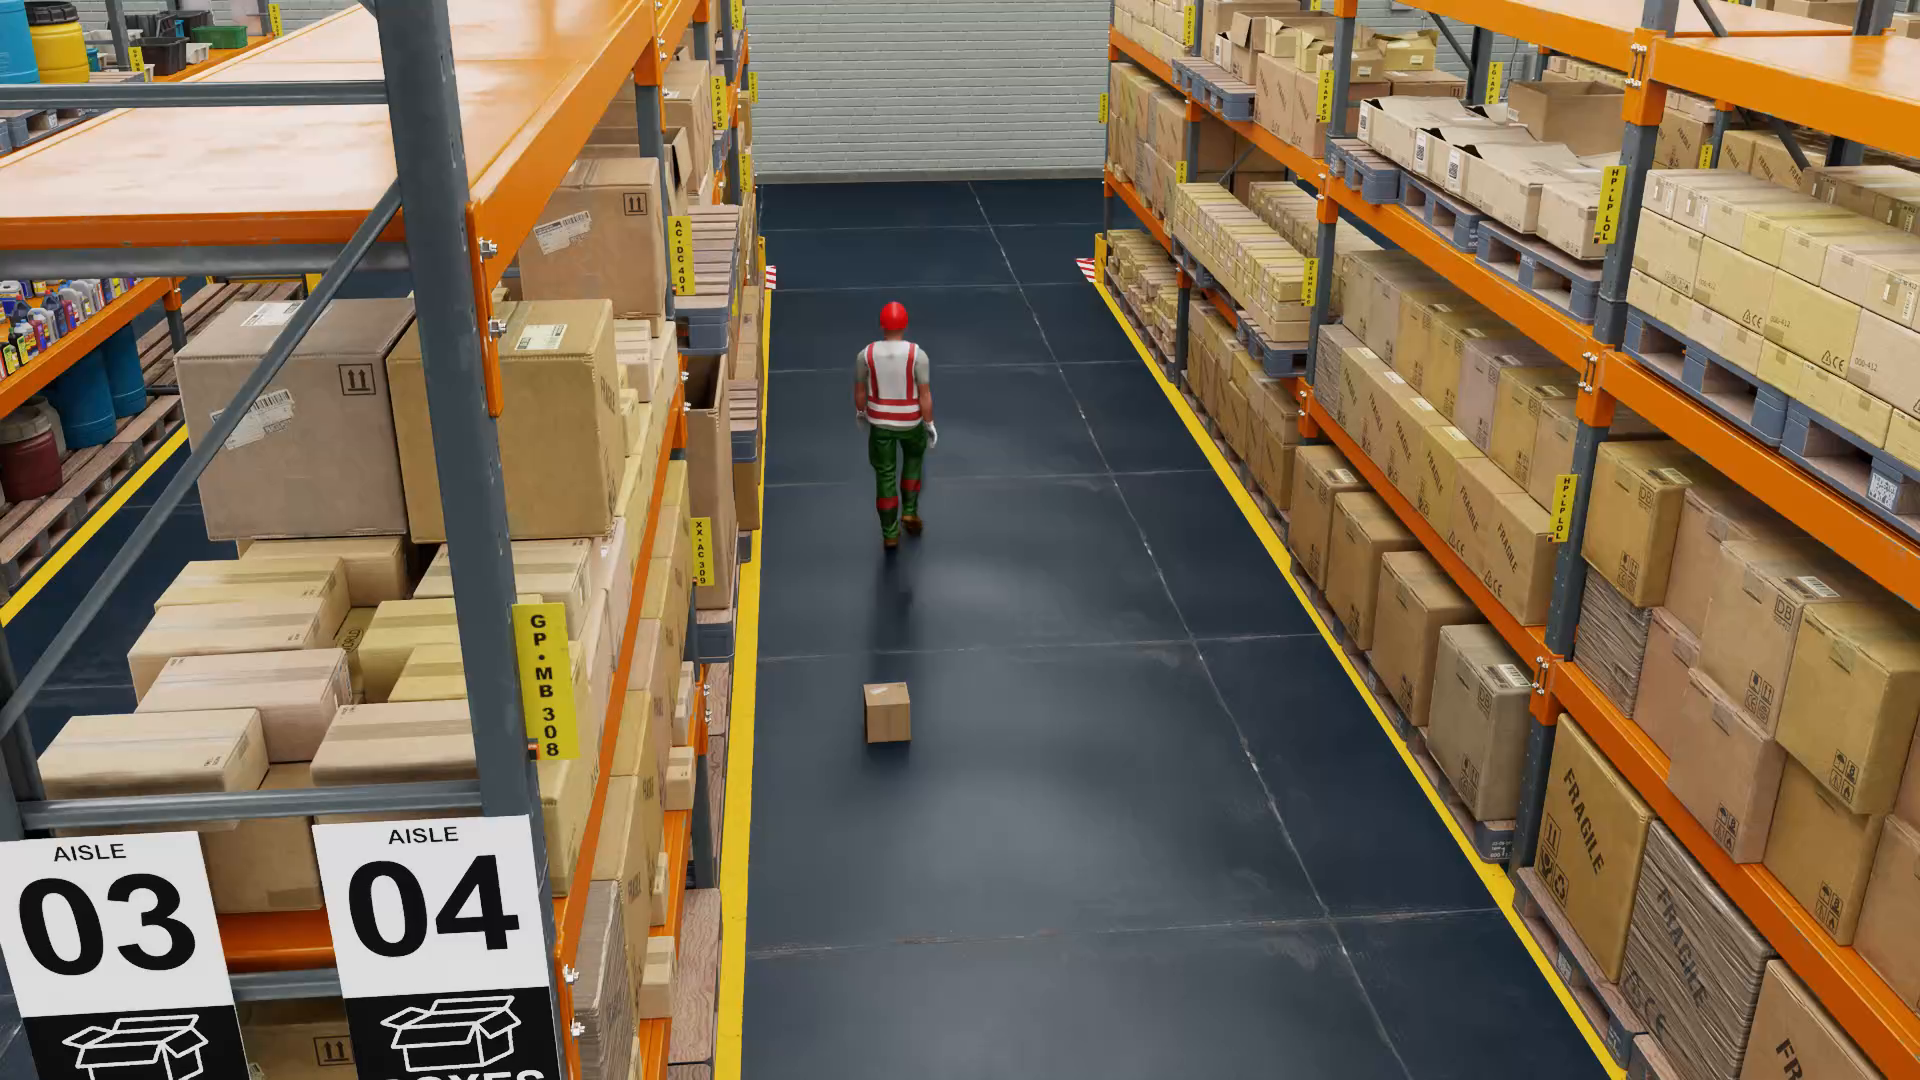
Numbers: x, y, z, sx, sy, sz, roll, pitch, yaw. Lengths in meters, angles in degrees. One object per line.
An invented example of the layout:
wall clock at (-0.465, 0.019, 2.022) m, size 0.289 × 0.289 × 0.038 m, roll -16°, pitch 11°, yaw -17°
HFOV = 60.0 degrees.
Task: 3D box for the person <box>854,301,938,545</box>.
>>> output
person at (-0.462, -0.886, 12.100) m, size 0.600 × 1.809 × 0.754 m, roll 0°, pitch 24°, yaw -1°
